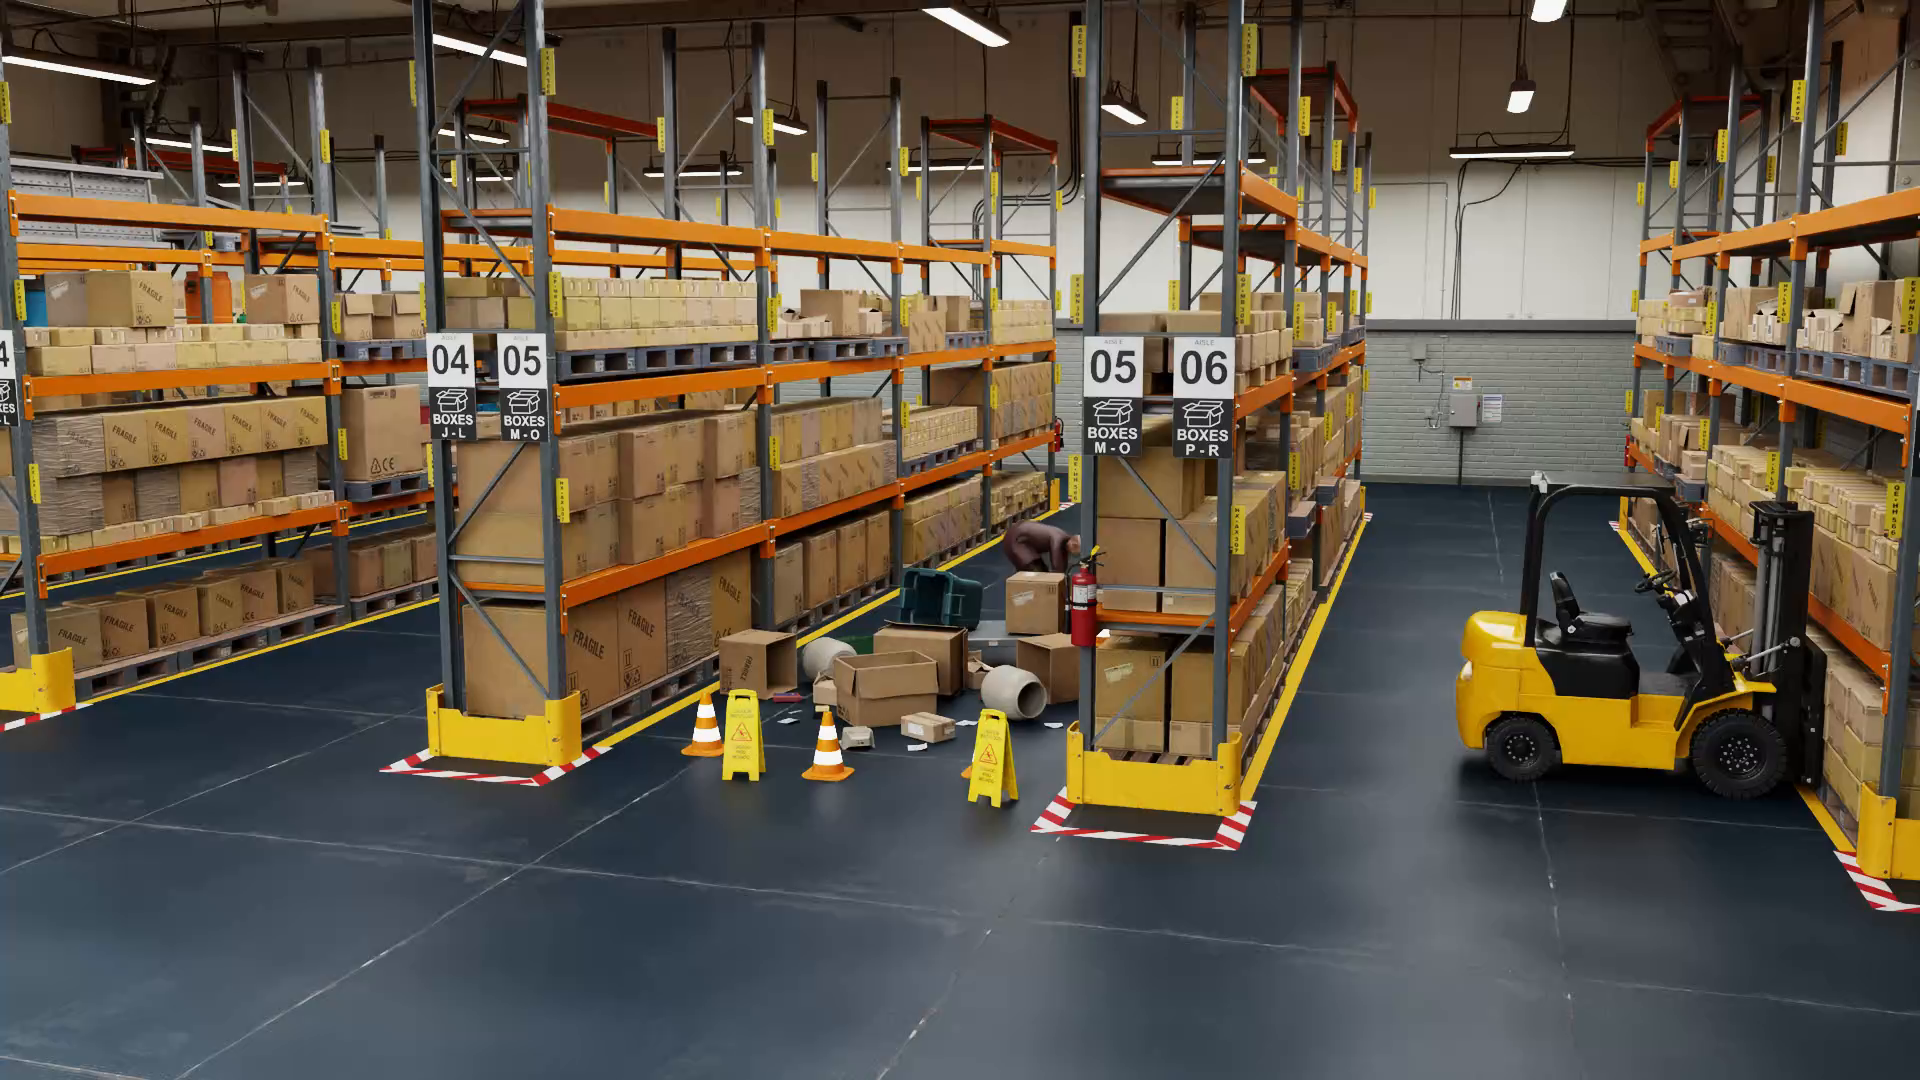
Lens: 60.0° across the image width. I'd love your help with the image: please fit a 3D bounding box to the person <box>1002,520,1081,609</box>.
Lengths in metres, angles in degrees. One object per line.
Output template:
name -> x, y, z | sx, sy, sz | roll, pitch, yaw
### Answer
person -> 0.929, 0.332, 18.024 | 0.949, 1.077, 0.577 | 2, 8, 14
